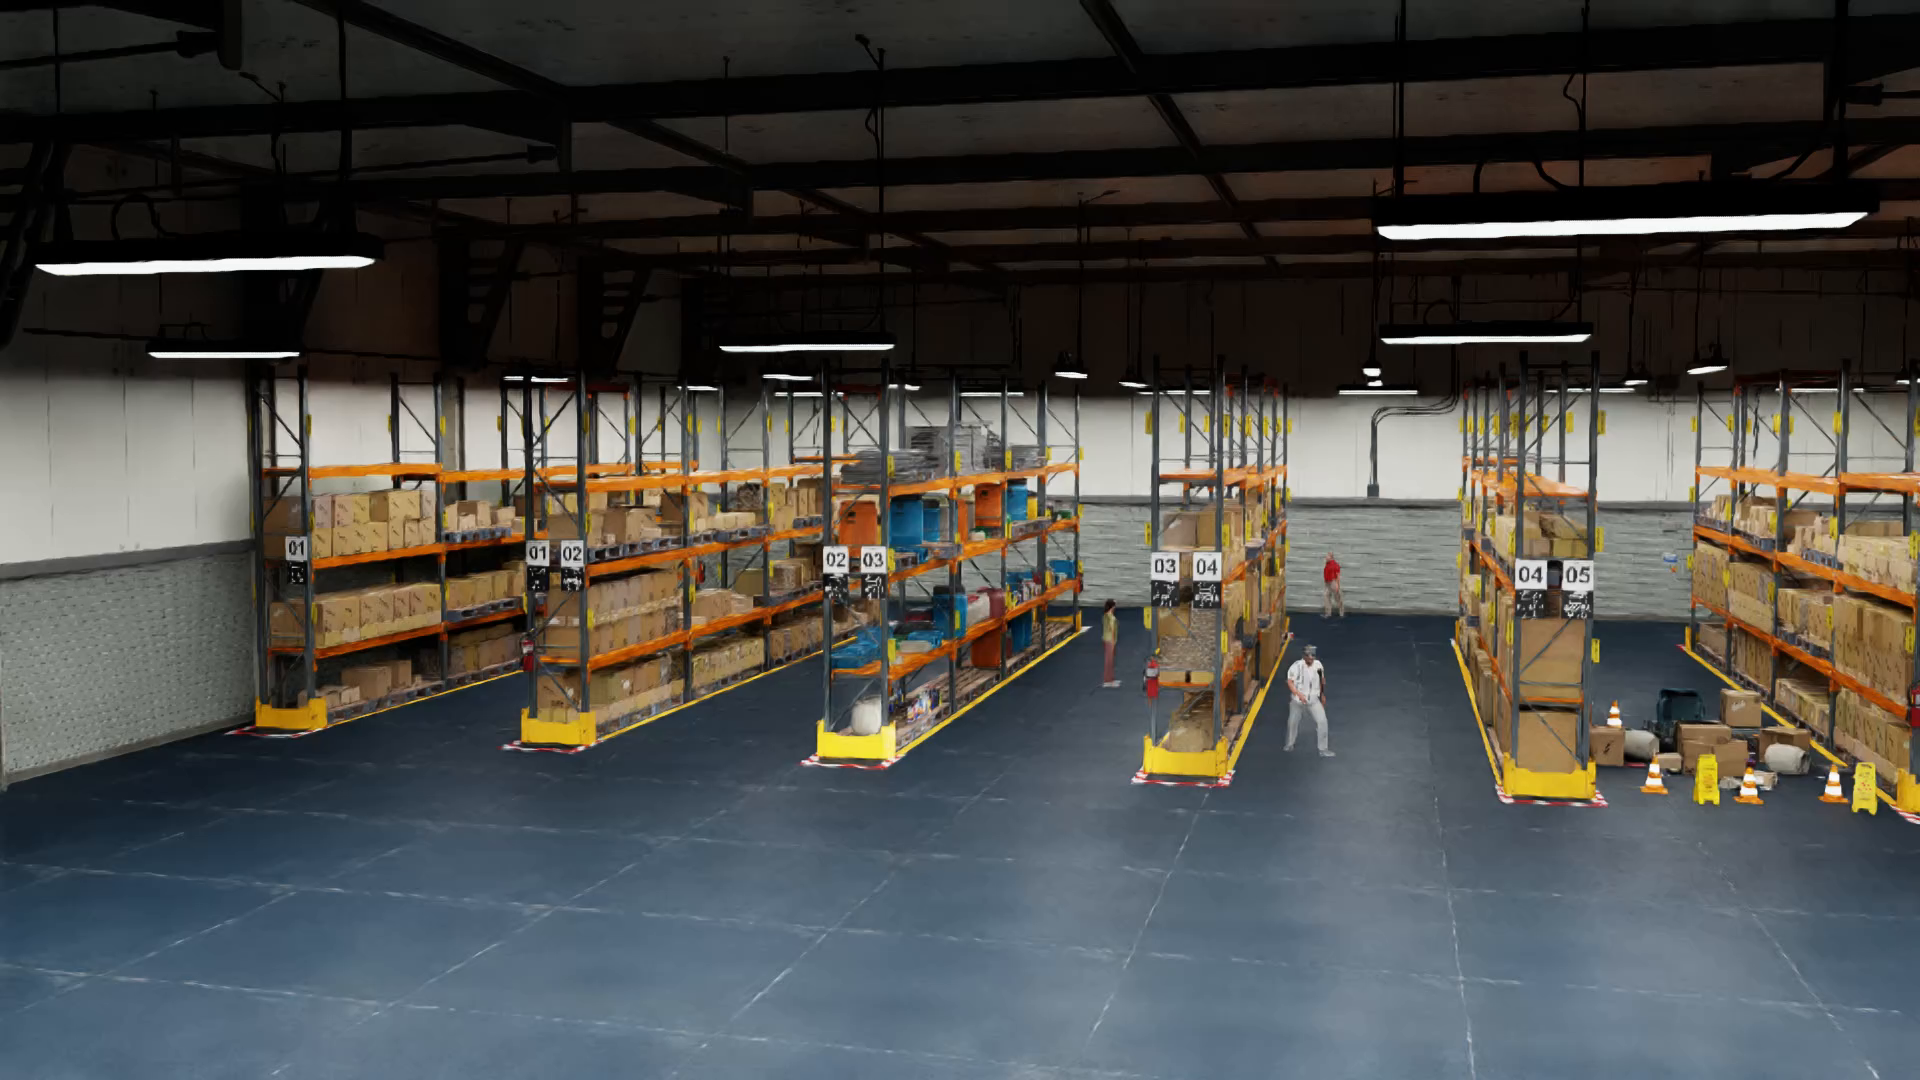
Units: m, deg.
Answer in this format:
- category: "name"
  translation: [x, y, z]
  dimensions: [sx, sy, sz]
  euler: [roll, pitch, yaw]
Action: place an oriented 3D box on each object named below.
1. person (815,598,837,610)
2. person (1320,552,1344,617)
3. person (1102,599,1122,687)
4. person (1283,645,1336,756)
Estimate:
- category: "person"
  translation: [-3.574, 1.001, 44.919]
  dimensions: [0.700, 1.786, 0.533]
  euler: [-3, 5, -39]
- category: "person"
  translation: [9.731, 1.161, 43.354]
  dimensions: [0.605, 1.714, 0.579]
  euler: [-2, 4, -28]
- category: "person"
  translation: [2.912, 1.959, 31.815]
  dimensions: [0.441, 1.675, 0.498]
  euler: [-1, 4, -14]
- category: "person"
  translation: [5.276, 2.406, 25.255]
  dimensions: [0.705, 1.692, 0.850]
  euler: [0, 4, -4]
